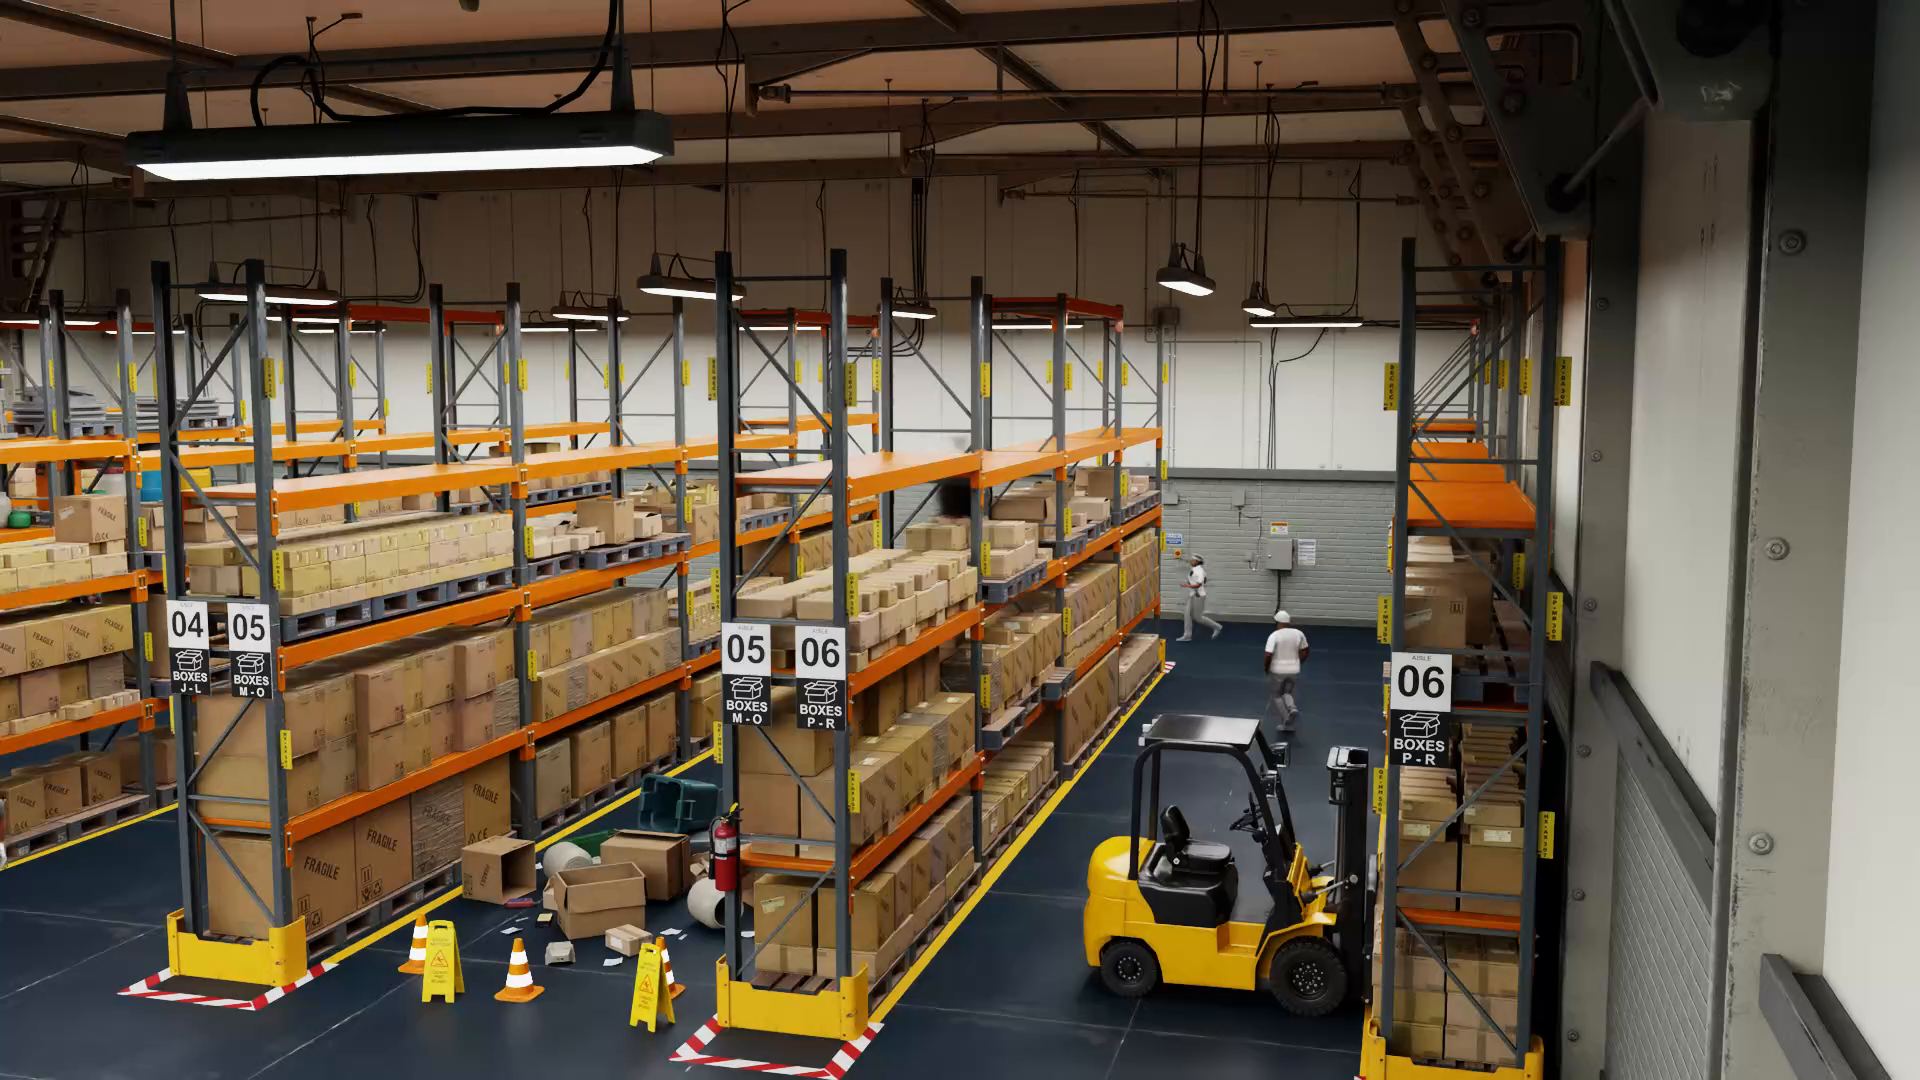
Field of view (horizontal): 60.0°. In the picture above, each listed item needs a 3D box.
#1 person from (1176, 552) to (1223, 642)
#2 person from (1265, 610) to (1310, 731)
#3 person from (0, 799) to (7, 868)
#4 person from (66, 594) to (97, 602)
[{"bbox_3d":[4.439,1.057,30.841,0.858,1.674,0.588,0,6,1],"label":"person"},{"bbox_3d":[4.603,1.853,23.392,0.697,1.703,0.588,-1,6,-14],"label":"person"},{"bbox_3d":[-8.680,2.820,14.563,0.913,1.635,0.670,3,7,25],"label":"person"},{"bbox_3d":[-14.888,1.396,28.312,0.594,1.624,1.009,0,6,4],"label":"person"}]
